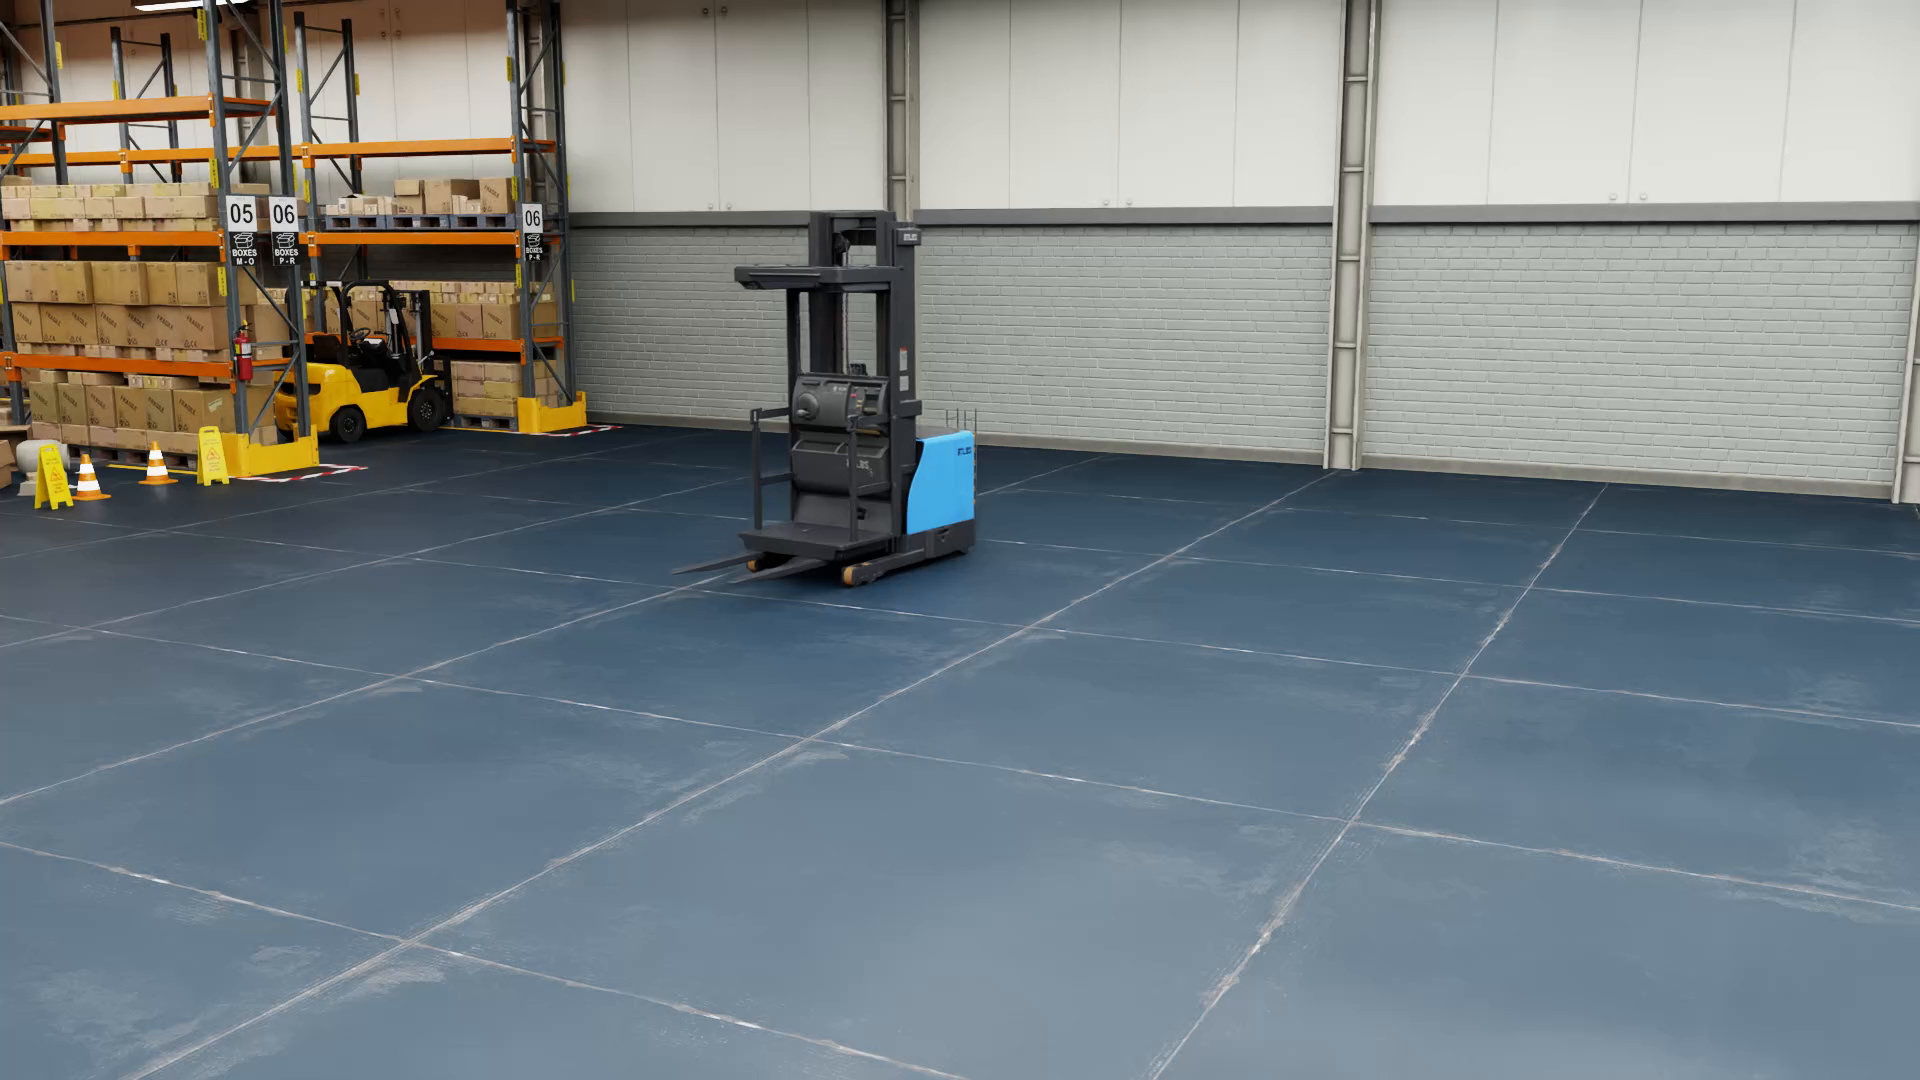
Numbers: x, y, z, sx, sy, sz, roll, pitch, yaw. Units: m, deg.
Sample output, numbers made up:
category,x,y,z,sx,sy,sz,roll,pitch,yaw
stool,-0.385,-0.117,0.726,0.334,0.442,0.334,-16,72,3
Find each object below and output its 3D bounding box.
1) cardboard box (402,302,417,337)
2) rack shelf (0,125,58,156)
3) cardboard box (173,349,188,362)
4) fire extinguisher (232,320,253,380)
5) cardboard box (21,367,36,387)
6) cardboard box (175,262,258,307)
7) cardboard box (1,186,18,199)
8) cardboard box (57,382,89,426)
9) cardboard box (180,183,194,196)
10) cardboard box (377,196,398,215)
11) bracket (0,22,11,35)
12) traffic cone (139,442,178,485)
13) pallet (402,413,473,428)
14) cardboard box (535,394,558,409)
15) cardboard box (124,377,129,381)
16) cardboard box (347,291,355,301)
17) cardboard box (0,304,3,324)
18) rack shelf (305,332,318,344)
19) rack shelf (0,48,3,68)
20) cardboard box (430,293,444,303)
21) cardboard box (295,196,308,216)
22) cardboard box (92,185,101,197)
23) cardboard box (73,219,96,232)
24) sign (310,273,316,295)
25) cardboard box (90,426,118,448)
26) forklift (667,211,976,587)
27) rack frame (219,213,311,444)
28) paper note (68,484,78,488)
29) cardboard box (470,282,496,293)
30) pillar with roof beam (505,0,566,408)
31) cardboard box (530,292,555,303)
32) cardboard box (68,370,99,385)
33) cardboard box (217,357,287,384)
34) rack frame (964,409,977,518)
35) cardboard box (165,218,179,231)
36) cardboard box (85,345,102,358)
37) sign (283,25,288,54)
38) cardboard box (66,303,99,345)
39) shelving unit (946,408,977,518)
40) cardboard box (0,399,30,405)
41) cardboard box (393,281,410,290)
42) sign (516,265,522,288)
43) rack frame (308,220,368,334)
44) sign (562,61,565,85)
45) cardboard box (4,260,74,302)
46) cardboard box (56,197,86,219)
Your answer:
category,x,y,z,sx,sy,sz,roll,pitch,yaw
cardboard box,-7.862,-3.259,24.536,0.500,0.500,0.500,5,11,26
rack shelf,-13.502,-5.174,21.692,4.000,0.370,1.077,5,11,26
cardboard box,-9.048,-2.197,19.654,0.250,0.149,0.380,5,11,25
fire extinguisher,-8.222,-2.179,19.065,0.183,0.674,0.296,5,11,26
cardboard box,-15.873,-2.901,28.674,0.500,0.500,0.500,5,11,25
cardboard box,-8.676,-2.993,19.420,0.500,0.500,0.700,5,11,24
cardboard box,-11.570,-4.283,20.515,0.250,0.149,0.380,5,11,25
cardboard box,-10.813,-1.708,20.679,0.500,0.500,0.500,6,12,28
cardboard box,-8.769,-4.050,19.231,0.250,0.149,0.380,5,12,27
cardboard box,-8.318,-4.908,24.422,0.258,0.266,0.396,5,11,24
bracket,-16.700,-8.871,28.871,0.430,0.232,0.235,5,11,26
traffic cone,-9.077,-0.879,18.789,0.334,0.463,0.336,5,11,26
pallet,-7.722,-1.871,24.973,1.213,0.211,1.003,5,11,26
cardboard box,-6.282,-2.016,24.490,0.500,0.250,0.500,5,11,26
cardboard box,-10.602,-1.794,21.156,0.500,0.500,0.500,5,12,27
cardboard box,-9.113,-3.689,25.089,0.250,0.149,0.380,5,12,27
cardboard box,-12.224,-3.017,21.182,0.500,0.500,0.500,5,11,25
rack shelf,-11.309,-3.212,26.573,4.000,0.370,1.077,5,11,26
rack shelf,-18.483,-8.429,29.225,4.000,0.370,1.077,5,11,26
cardboard box,-7.524,-3.541,24.270,0.250,0.149,0.380,5,11,26
cardboard box,-10.272,-5.114,25.432,0.500,0.311,0.500,5,11,24
cardboard box,-10.139,-4.173,19.911,0.250,0.149,0.380,5,12,27
cardboard box,-10.420,-3.788,20.020,0.250,0.149,0.380,5,11,25
sign,-9.746,-3.851,25.059,0.005,0.325,0.100,5,11,26
cardboard box,-10.338,-1.297,20.517,0.500,0.250,0.500,5,11,25
forklift,-1.103,-1.166,13.440,1.130,2.935,3.031,7,12,33
rack frame,-8.121,-2.300,19.514,0.127,3.000,1.000,5,11,26
paper note,-9.849,-0.595,18.434,0.142,0.019,0.148,1,10,6
cardboard box,-6.824,-3.633,23.943,0.250,0.149,0.380,5,12,27
pillar with roof beam,-8.058,-5.556,20.661,0.548,9.000,9.100,5,11,26
cardboard box,-6.117,-3.529,24.206,0.250,0.149,0.380,5,11,24
cardboard box,-10.751,-2.007,20.514,0.250,0.149,0.380,6,12,28
cardboard box,-11.356,-2.607,26.699,0.625,0.625,0.875,5,11,23
rack frame,0.095,-0.582,15.077,0.006,1.200,0.240,5,11,26
cardboard box,-9.026,-3.676,19.403,0.250,0.149,0.380,5,12,28
cardboard box,-10.424,-2.313,20.293,0.250,0.149,0.380,5,11,26
sign,-7.881,-5.837,19.369,0.005,0.325,0.100,5,11,26
cardboard box,-10.532,-2.654,20.355,0.500,0.500,0.500,5,11,25
shelving unit,0.013,-0.589,15.117,0.189,1.200,0.258,5,11,26
cardboard box,-12.826,-1.626,21.989,0.625,0.372,0.950,6,12,29
cardboard box,-8.170,-3.761,24.653,0.250,0.149,0.380,5,11,26
sign,-6.180,-3.694,23.299,0.005,0.325,0.100,5,11,26
rack frame,-9.515,-3.408,25.638,0.127,3.000,1.000,5,11,26
sign,-5.677,-6.671,23.752,0.005,0.325,0.100,5,11,26
cardboard box,-11.409,-3.233,20.749,0.500,0.500,0.700,5,11,25
cardboard box,-10.524,-4.004,20.097,0.500,0.250,0.500,5,11,26
